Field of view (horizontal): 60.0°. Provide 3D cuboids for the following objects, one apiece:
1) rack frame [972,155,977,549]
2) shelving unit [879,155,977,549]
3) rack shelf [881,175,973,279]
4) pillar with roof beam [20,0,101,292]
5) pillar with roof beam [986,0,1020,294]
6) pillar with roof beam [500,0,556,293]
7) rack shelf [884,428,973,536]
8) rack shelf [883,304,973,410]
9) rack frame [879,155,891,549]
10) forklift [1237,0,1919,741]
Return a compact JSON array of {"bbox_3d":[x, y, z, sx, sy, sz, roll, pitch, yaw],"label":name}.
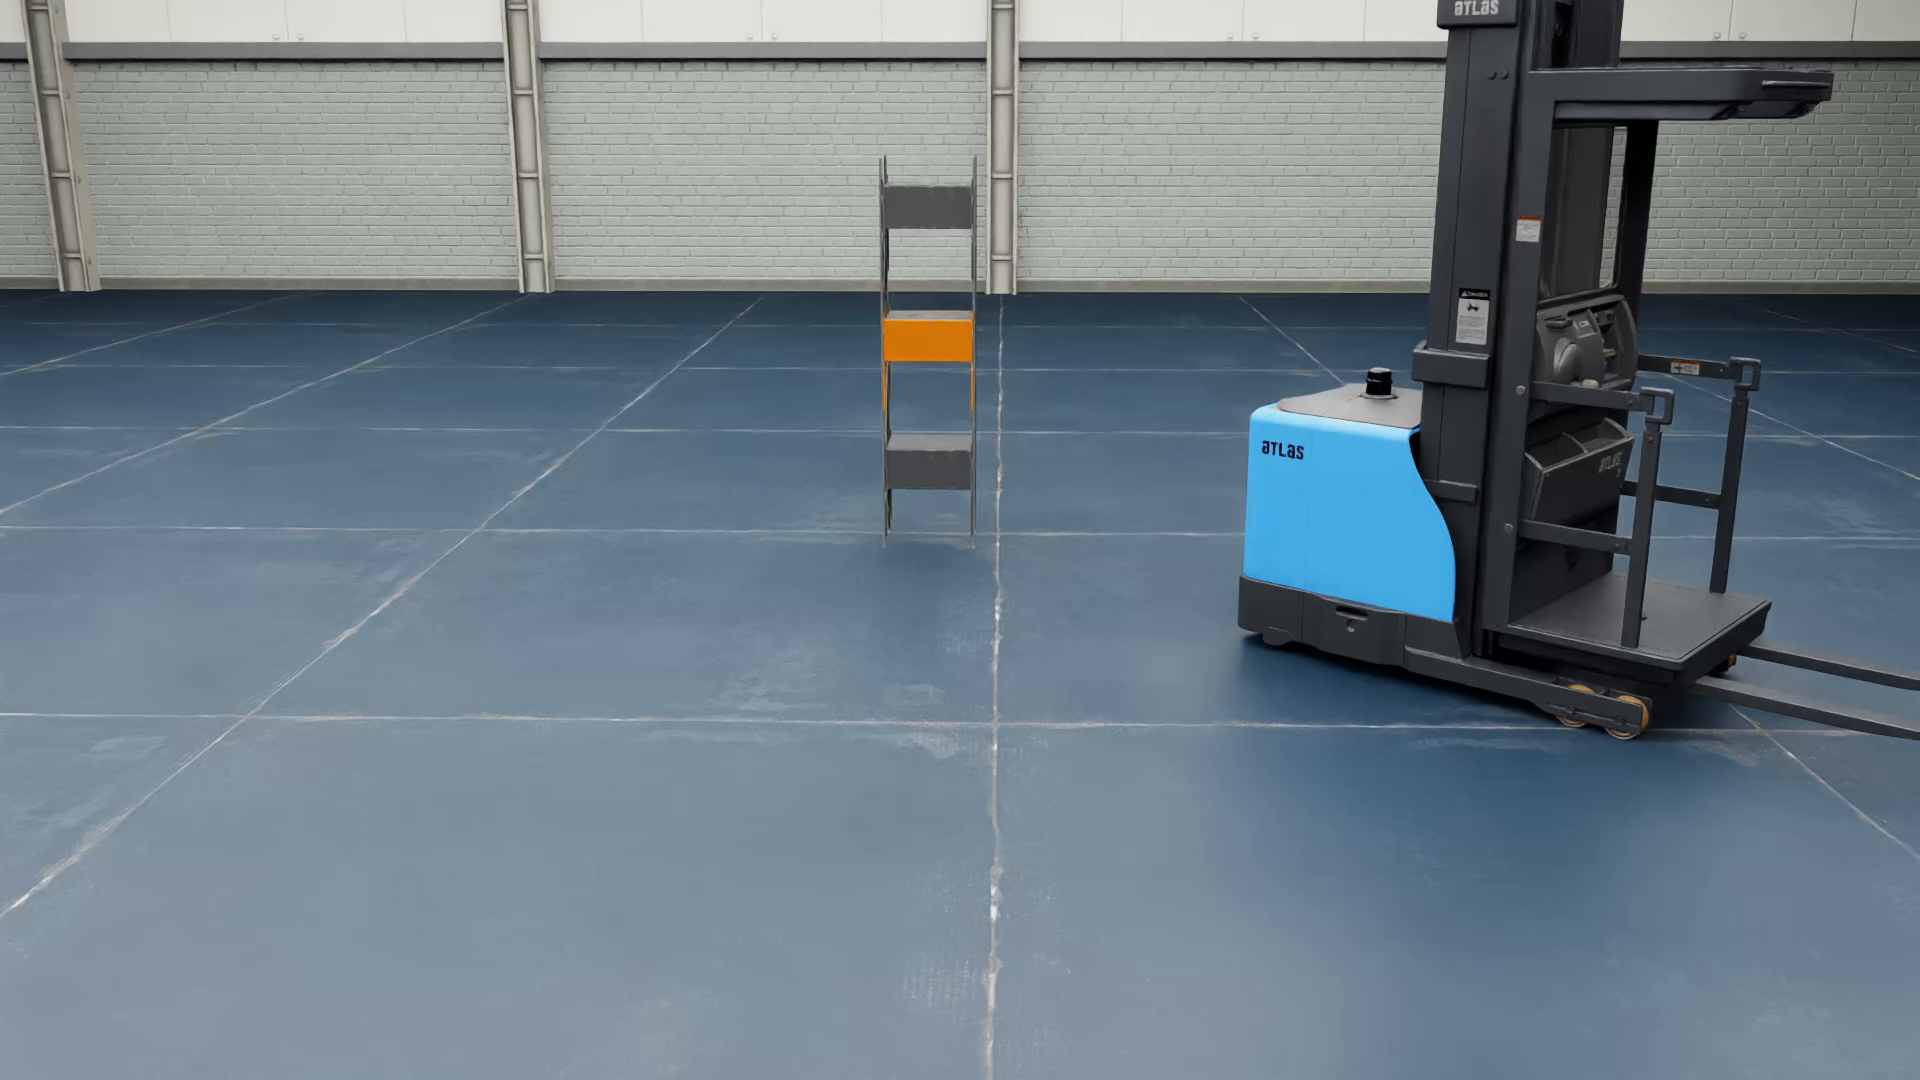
[{"bbox_3d":[0.078,-1.015,9.070,0.015,2.100,0.400,0,15,1],"label":"rack frame"},{"bbox_3d":[-0.165,-1.016,9.076,0.503,2.100,0.431,0,15,1],"label":"shelving unit"},{"bbox_3d":[-0.165,-1.680,8.901,0.480,0.518,0.431,0,15,1],"label":"rack shelf"},{"bbox_3d":[-11.574,-6.511,16.379,0.400,9.000,9.100,0,15,1],"label":"pillar with roof beam"},{"bbox_3d":[0.422,-6.433,16.083,0.400,9.000,9.100,0,15,1],"label":"pillar with roof beam"},{"bbox_3d":[-5.576,-6.472,16.231,0.400,9.000,9.100,0,15,1],"label":"pillar with roof beam"},{"bbox_3d":[-0.165,-0.326,9.258,0.480,0.518,0.431,0,15,1],"label":"rack shelf"},{"bbox_3d":[-0.165,-1.003,9.080,0.480,0.518,0.431,0,15,1],"label":"rack shelf"},{"bbox_3d":[-0.409,-1.018,9.082,0.015,2.100,0.400,0,15,1],"label":"rack frame"},{"bbox_3d":[2.699,-0.798,6.619,3.031,2.935,1.130,13,20,40],"label":"forklift"}]
